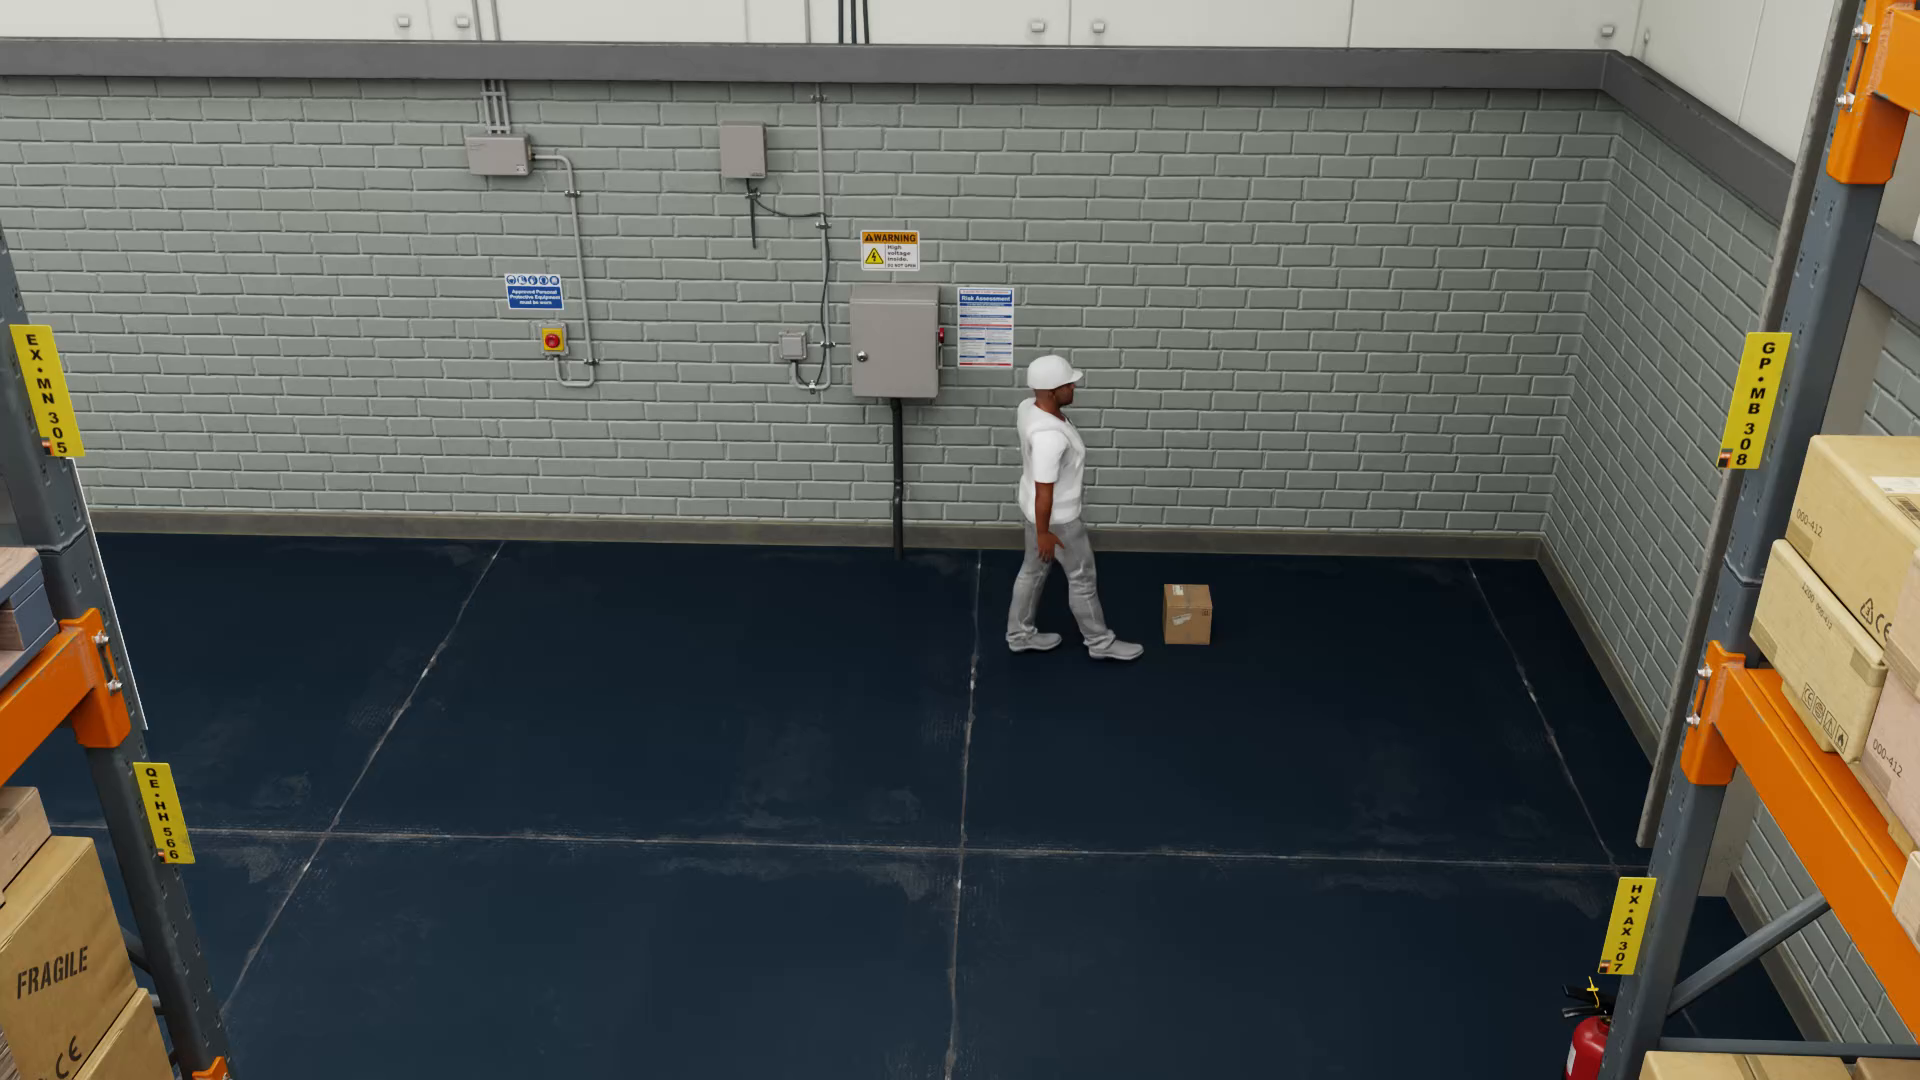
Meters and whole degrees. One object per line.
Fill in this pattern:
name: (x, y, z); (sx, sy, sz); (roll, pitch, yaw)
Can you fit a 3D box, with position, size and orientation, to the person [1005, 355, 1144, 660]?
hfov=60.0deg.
person: (0.622, -0.184, 8.922); (0.742, 1.750, 0.591); (-5, 28, -9)
